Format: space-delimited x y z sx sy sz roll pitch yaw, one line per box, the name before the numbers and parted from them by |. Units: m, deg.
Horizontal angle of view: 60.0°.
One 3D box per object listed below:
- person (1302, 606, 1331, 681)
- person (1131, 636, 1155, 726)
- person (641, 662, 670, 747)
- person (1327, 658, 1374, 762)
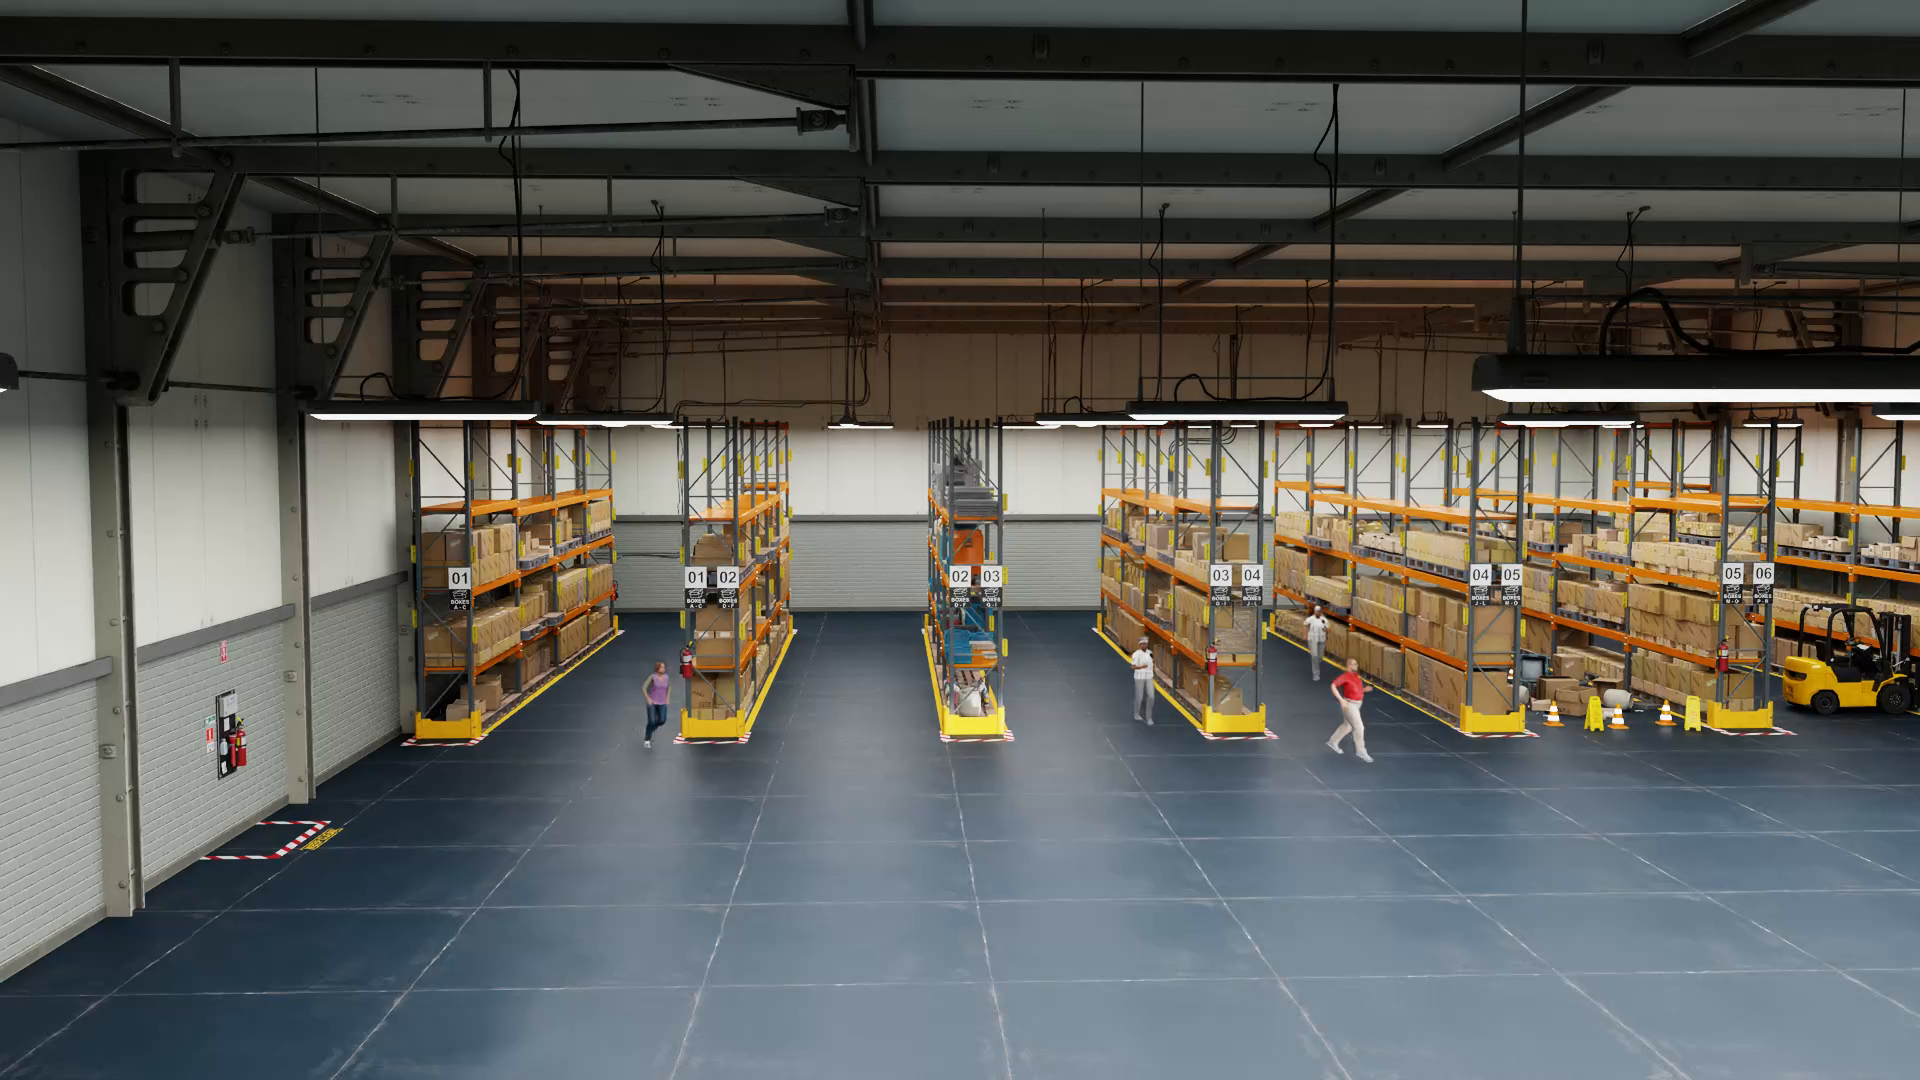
person | 8.266 2.366 38.498 0.594 1.689 0.895 0 4 -5
person | 3.601 2.759 32.551 0.556 1.747 0.714 -1 4 -13
person | -5.519 2.988 30.311 0.595 1.547 0.487 -2 4 -32
person | 6.836 2.951 29.090 0.907 1.767 0.649 2 4 32
